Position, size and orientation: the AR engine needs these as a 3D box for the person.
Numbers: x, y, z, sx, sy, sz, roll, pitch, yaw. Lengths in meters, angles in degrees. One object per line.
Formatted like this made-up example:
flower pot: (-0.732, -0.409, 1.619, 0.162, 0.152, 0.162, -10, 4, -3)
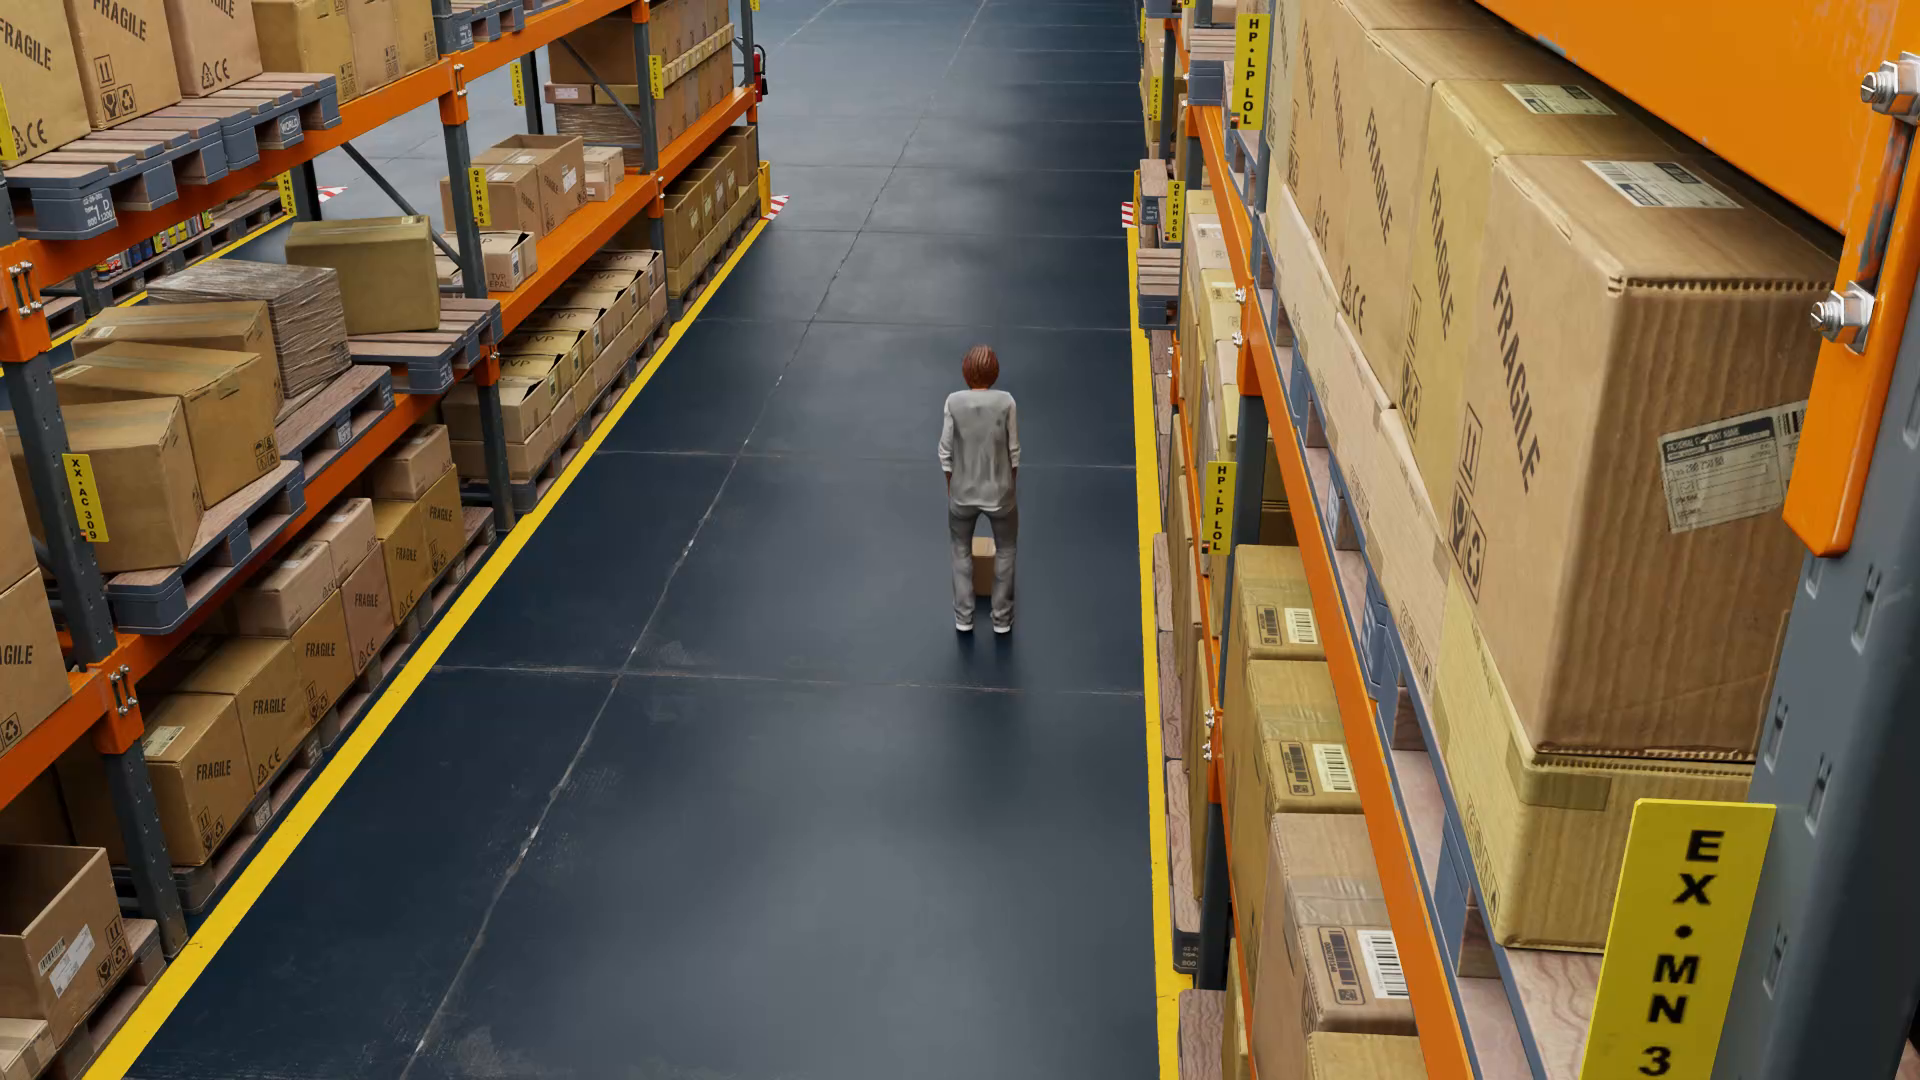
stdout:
person: (0.099, -0.235, 8.712, 0.430, 1.533, 0.400, 2, 25, 5)
